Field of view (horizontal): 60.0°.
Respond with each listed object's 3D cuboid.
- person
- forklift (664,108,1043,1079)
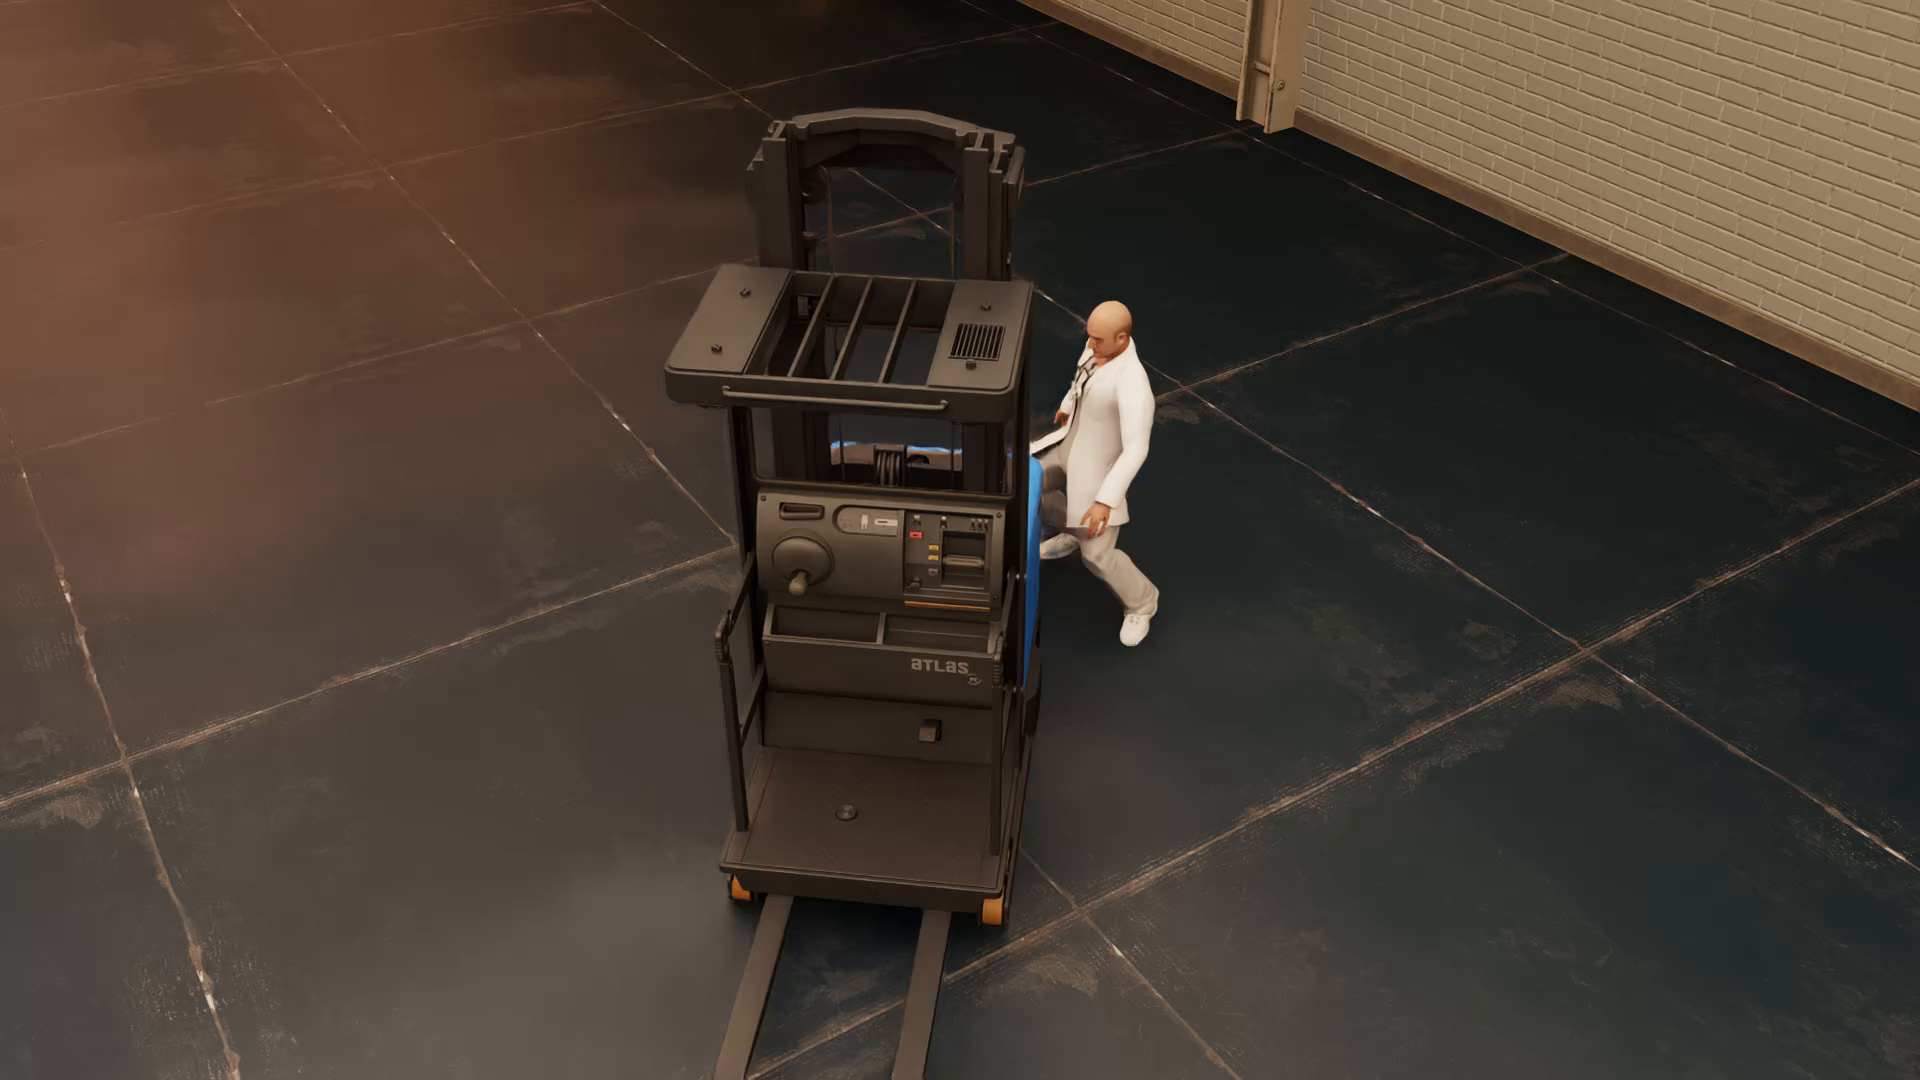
[{"bbox_3d":[0.630,-0.391,7.833,0.630,1.666,0.977,-8,36,-11],"label":"person"},{"bbox_3d":[-0.323,0.098,6.007,1.130,2.935,3.031,4,35,6],"label":"forklift"}]
